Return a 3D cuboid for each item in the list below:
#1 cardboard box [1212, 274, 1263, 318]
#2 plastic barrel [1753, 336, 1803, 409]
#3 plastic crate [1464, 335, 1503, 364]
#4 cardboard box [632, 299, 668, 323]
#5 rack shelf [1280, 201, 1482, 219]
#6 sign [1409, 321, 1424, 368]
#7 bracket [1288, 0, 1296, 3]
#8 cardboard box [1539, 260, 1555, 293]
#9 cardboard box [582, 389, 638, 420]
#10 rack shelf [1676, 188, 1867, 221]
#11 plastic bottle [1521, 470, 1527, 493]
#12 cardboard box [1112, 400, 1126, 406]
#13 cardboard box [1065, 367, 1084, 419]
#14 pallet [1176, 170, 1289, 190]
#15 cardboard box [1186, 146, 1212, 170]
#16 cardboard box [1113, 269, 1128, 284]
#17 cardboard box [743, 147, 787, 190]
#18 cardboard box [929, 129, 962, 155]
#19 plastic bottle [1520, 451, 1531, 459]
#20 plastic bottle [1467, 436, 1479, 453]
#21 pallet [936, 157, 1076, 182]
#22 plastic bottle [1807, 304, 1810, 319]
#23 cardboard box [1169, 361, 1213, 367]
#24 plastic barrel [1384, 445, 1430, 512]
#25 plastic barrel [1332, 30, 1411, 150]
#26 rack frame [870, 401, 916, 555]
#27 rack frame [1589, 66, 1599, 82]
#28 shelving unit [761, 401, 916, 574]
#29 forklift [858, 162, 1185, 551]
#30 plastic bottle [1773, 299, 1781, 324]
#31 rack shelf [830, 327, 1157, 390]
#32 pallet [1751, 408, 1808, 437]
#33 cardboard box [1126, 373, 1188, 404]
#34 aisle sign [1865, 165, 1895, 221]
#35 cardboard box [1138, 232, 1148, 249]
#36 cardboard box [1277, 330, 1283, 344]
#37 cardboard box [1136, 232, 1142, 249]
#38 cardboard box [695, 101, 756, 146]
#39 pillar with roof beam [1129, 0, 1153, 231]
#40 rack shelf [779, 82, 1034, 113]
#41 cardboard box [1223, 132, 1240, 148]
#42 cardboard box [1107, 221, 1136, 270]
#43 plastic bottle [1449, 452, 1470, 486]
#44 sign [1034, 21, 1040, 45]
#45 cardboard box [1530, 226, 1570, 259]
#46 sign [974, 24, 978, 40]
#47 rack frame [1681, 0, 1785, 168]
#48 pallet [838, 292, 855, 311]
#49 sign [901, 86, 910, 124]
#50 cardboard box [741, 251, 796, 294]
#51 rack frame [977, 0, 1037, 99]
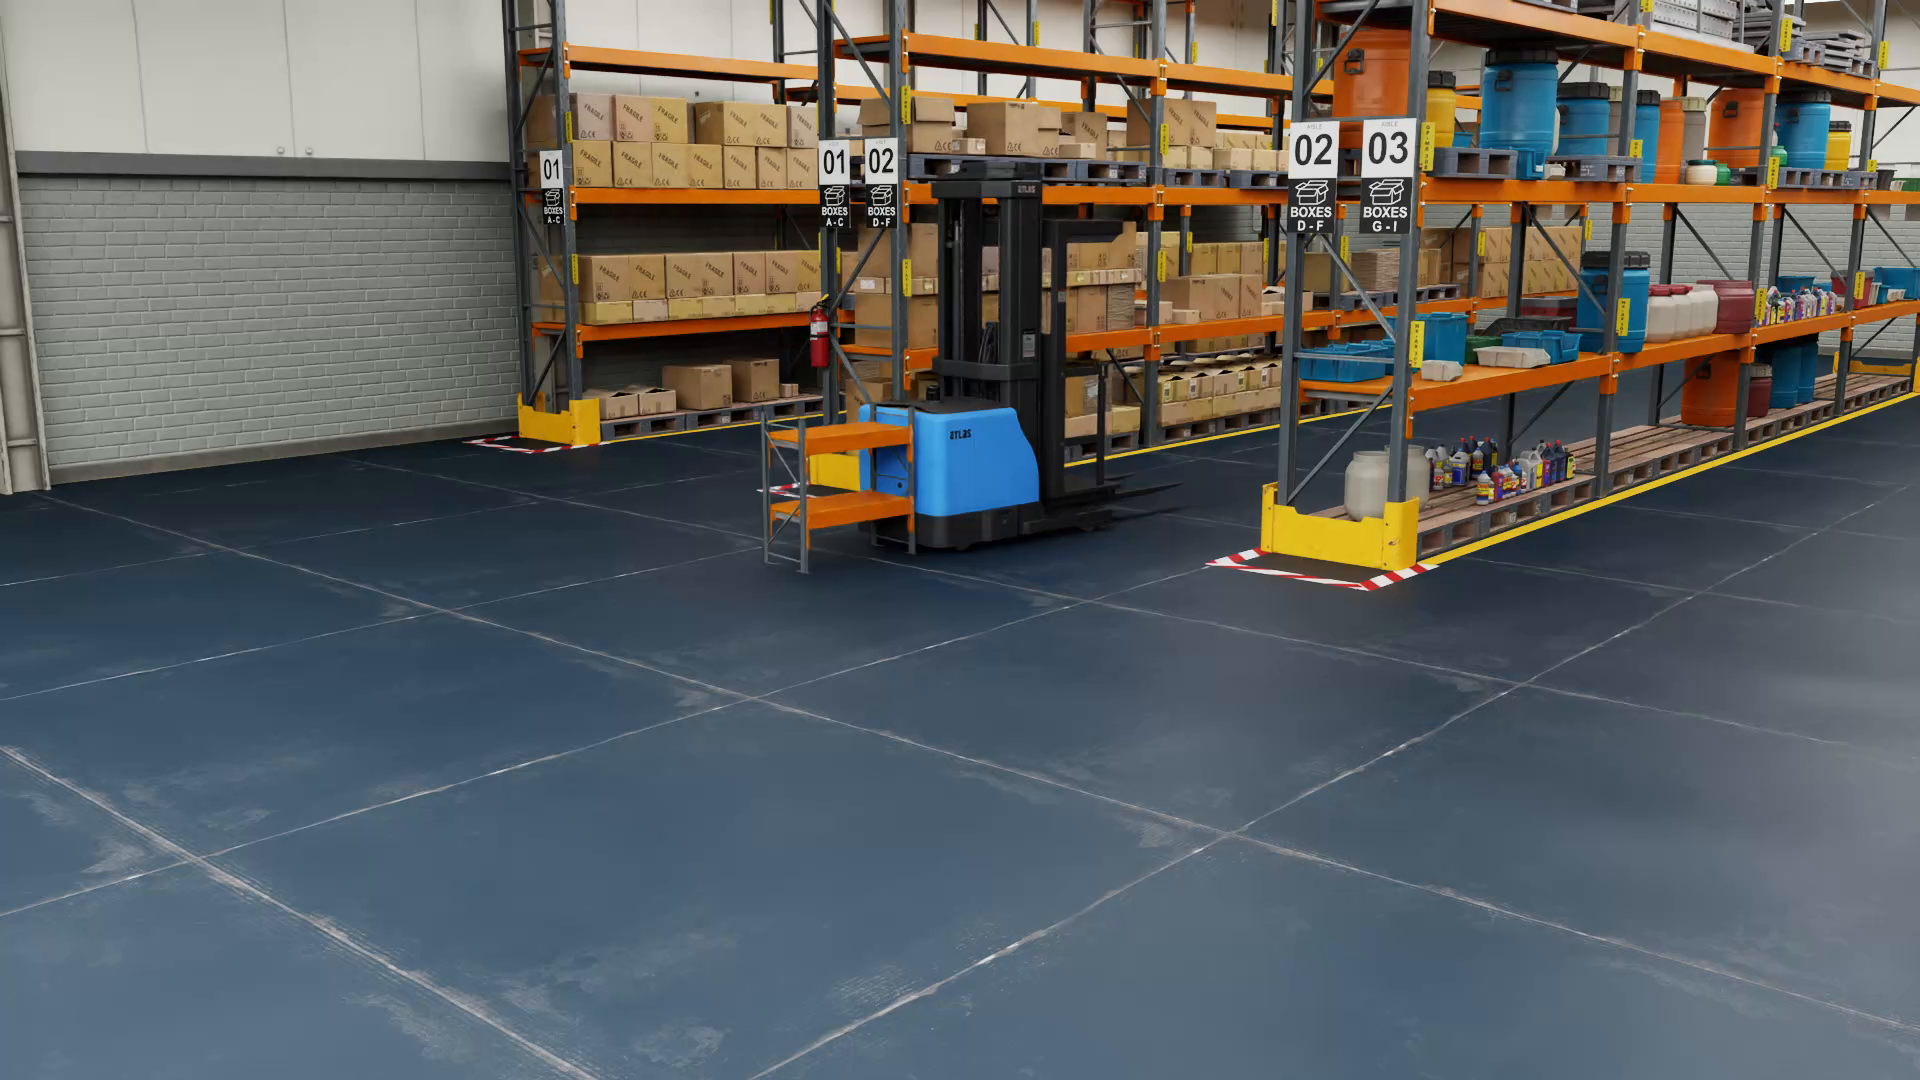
[{"bbox_3d":[3.296,-2.942,20.028,0.500,0.500,0.500,9,14,37],"label":"cardboard box"},{"bbox_3d":[9.910,-2.085,20.275,0.600,0.901,0.708,10,15,40],"label":"plastic barrel"},{"bbox_3d":[4.361,-1.646,14.333,0.450,0.188,0.662,10,15,40],"label":"plastic crate"},{"bbox_3d":[-3.721,-2.650,19.154,0.500,0.250,0.500,9,15,39],"label":"cardboard box"},{"bbox_3d":[5.711,-4.555,22.535,1.077,0.370,4.000,10,15,40],"label":"rack shelf"},{"bbox_3d":[3.239,-1.388,11.796,0.100,0.325,0.005,10,15,40],"label":"sign"},{"bbox_3d":[5.362,-9.687,29.544,0.076,0.066,4.783,10,15,40],"label":"bracket"},{"bbox_3d":[8.907,-4.118,25.913,0.500,0.500,0.500,10,15,41],"label":"cardboard box"},{"bbox_3d":[-4.089,-1.592,19.267,0.500,0.311,0.500,8,14,34],"label":"cardboard box"},{"bbox_3d":[9.430,-3.914,19.325,1.077,0.370,4.000,10,15,40],"label":"rack shelf"},{"bbox_3d":[4.753,-0.504,14.098,0.097,0.201,0.097,0,11,0],"label":"plastic bottle"},{"bbox_3d":[1.807,-1.510,19.060,0.500,0.250,0.500,10,15,40],"label":"cardboard box"},{"bbox_3d":[0.943,-1.536,17.278,0.500,0.500,0.500,10,15,40],"label":"cardboard box"},{"bbox_3d":[3.274,-4.244,19.626,1.003,0.211,1.213,11,16,43],"label":"pallet"},{"bbox_3d":[2.525,-4.328,18.872,0.500,0.250,0.500,8,14,35],"label":"cardboard box"},{"bbox_3d":[1.567,-2.817,17.745,0.380,0.149,0.250,9,15,39],"label":"cardboard box"},{"bbox_3d":[-2.464,-4.544,20.340,0.500,0.500,0.500,8,14,36],"label":"cardboard box"},{"bbox_3d":[-0.328,-3.841,16.077,0.500,0.250,0.500,10,15,40],"label":"cardboard box"},{"bbox_3d":[5.006,-0.648,14.628,0.152,0.276,0.135,10,15,40],"label":"plastic bottle"},{"bbox_3d":[4.624,-0.764,15.019,0.144,0.351,0.185,10,15,42],"label":"plastic bottle"},{"bbox_3d":[0.402,-3.674,16.514,1.003,0.211,1.213,10,15,40],"label":"pallet"},{"bbox_3d":[10.014,-2.724,19.699,0.097,0.201,0.097,0,11,0],"label":"plastic bottle"},{"bbox_3d":[2.807,-2.007,20.117,0.500,0.311,0.500,10,15,40],"label":"cardboard box"},{"bbox_3d":[3.536,-0.491,13.289,0.421,0.512,0.421,0,11,0],"label":"plastic barrel"},{"bbox_3d":[3.054,-3.300,12.246,0.600,0.830,0.708,10,15,40],"label":"plastic barrel"},{"bbox_3d":[-0.517,-0.478,12.730,0.032,1.125,0.500,-10,15,-41],"label":"rack frame"},{"bbox_3d":[9.672,-7.261,26.590,1.000,3.000,0.127,10,15,40],"label":"rack frame"},{"bbox_3d":[-0.895,-0.411,12.398,1.048,1.125,0.538,-10,15,-41],"label":"shelving unit"},{"bbox_3d":[0.622,-1.572,13.596,3.031,2.935,1.130,-10,15,-41],"label":"forklift"},{"bbox_3d":[9.218,-2.582,18.776,0.061,0.283,0.133,10,15,40],"label":"plastic bottle"},{"bbox_3d":[0.430,-1.907,16.935,1.077,0.370,4.000,10,15,40],"label":"rack shelf"},{"bbox_3d":[9.404,-1.434,19.851,1.003,0.211,1.213,10,15,40],"label":"pallet"},{"bbox_3d":[2.210,-1.715,18.655,0.500,0.311,0.500,10,15,41],"label":"cardboard box"},{"bbox_3d":[13.215,-5.002,23.959,0.394,0.787,0.004,10,15,40],"label":"aisle sign"},{"bbox_3d":[2.847,-4.767,26.441,0.500,0.250,0.500,10,15,42],"label":"cardboard box"},{"bbox_3d":[5.561,-3.823,30.005,0.700,0.500,0.500,10,15,40],"label":"cardboard box"},{"bbox_3d":[2.510,-4.692,26.065,0.500,0.250,0.500,10,15,41],"label":"cardboard box"},{"bbox_3d":[-2.791,-4.945,19.792,0.500,0.500,0.500,9,14,38],"label":"cardboard box"},{"bbox_3d":[6.354,-6.971,25.136,9.100,9.000,0.400,10,15,40],"label":"pillar with roof beam"},{"bbox_3d":[-0.653,-5.881,22.537,1.077,0.370,4.000,10,15,40],"label":"rack shelf"},{"bbox_3d":[4.324,-6.536,27.758,0.500,0.500,0.500,9,15,39],"label":"cardboard box"},{"bbox_3d":[1.462,-3.173,17.870,0.700,0.500,0.500,10,15,41],"label":"cardboard box"},{"bbox_3d":[4.347,-0.622,14.497,0.152,0.276,0.135,10,15,40],"label":"plastic bottle"},{"bbox_3d":[1.082,-7.152,23.458,0.100,0.325,0.005,10,15,40],"label":"sign"},{"bbox_3d":[9.252,-4.683,26.191,0.500,0.500,0.500,10,15,42],"label":"cardboard box"},{"bbox_3d":[0.248,-7.331,24.151,0.100,0.325,0.005,10,15,40],"label":"sign"},{"bbox_3d":[8.109,-5.443,17.488,1.000,3.000,0.127,10,15,40],"label":"rack frame"},{"bbox_3d":[-1.359,-3.193,22.030,1.003,0.211,1.213,10,15,40],"label":"pallet"},{"bbox_3d":[-0.477,-3.831,14.641,0.100,0.325,0.005,10,15,40],"label":"sign"},{"bbox_3d":[-2.378,-3.314,20.562,0.500,0.500,0.500,10,15,40],"label":"cardboard box"},{"bbox_3d":[0.667,-6.724,23.901,1.000,3.000,0.127,10,15,40],"label":"rack frame"}]
